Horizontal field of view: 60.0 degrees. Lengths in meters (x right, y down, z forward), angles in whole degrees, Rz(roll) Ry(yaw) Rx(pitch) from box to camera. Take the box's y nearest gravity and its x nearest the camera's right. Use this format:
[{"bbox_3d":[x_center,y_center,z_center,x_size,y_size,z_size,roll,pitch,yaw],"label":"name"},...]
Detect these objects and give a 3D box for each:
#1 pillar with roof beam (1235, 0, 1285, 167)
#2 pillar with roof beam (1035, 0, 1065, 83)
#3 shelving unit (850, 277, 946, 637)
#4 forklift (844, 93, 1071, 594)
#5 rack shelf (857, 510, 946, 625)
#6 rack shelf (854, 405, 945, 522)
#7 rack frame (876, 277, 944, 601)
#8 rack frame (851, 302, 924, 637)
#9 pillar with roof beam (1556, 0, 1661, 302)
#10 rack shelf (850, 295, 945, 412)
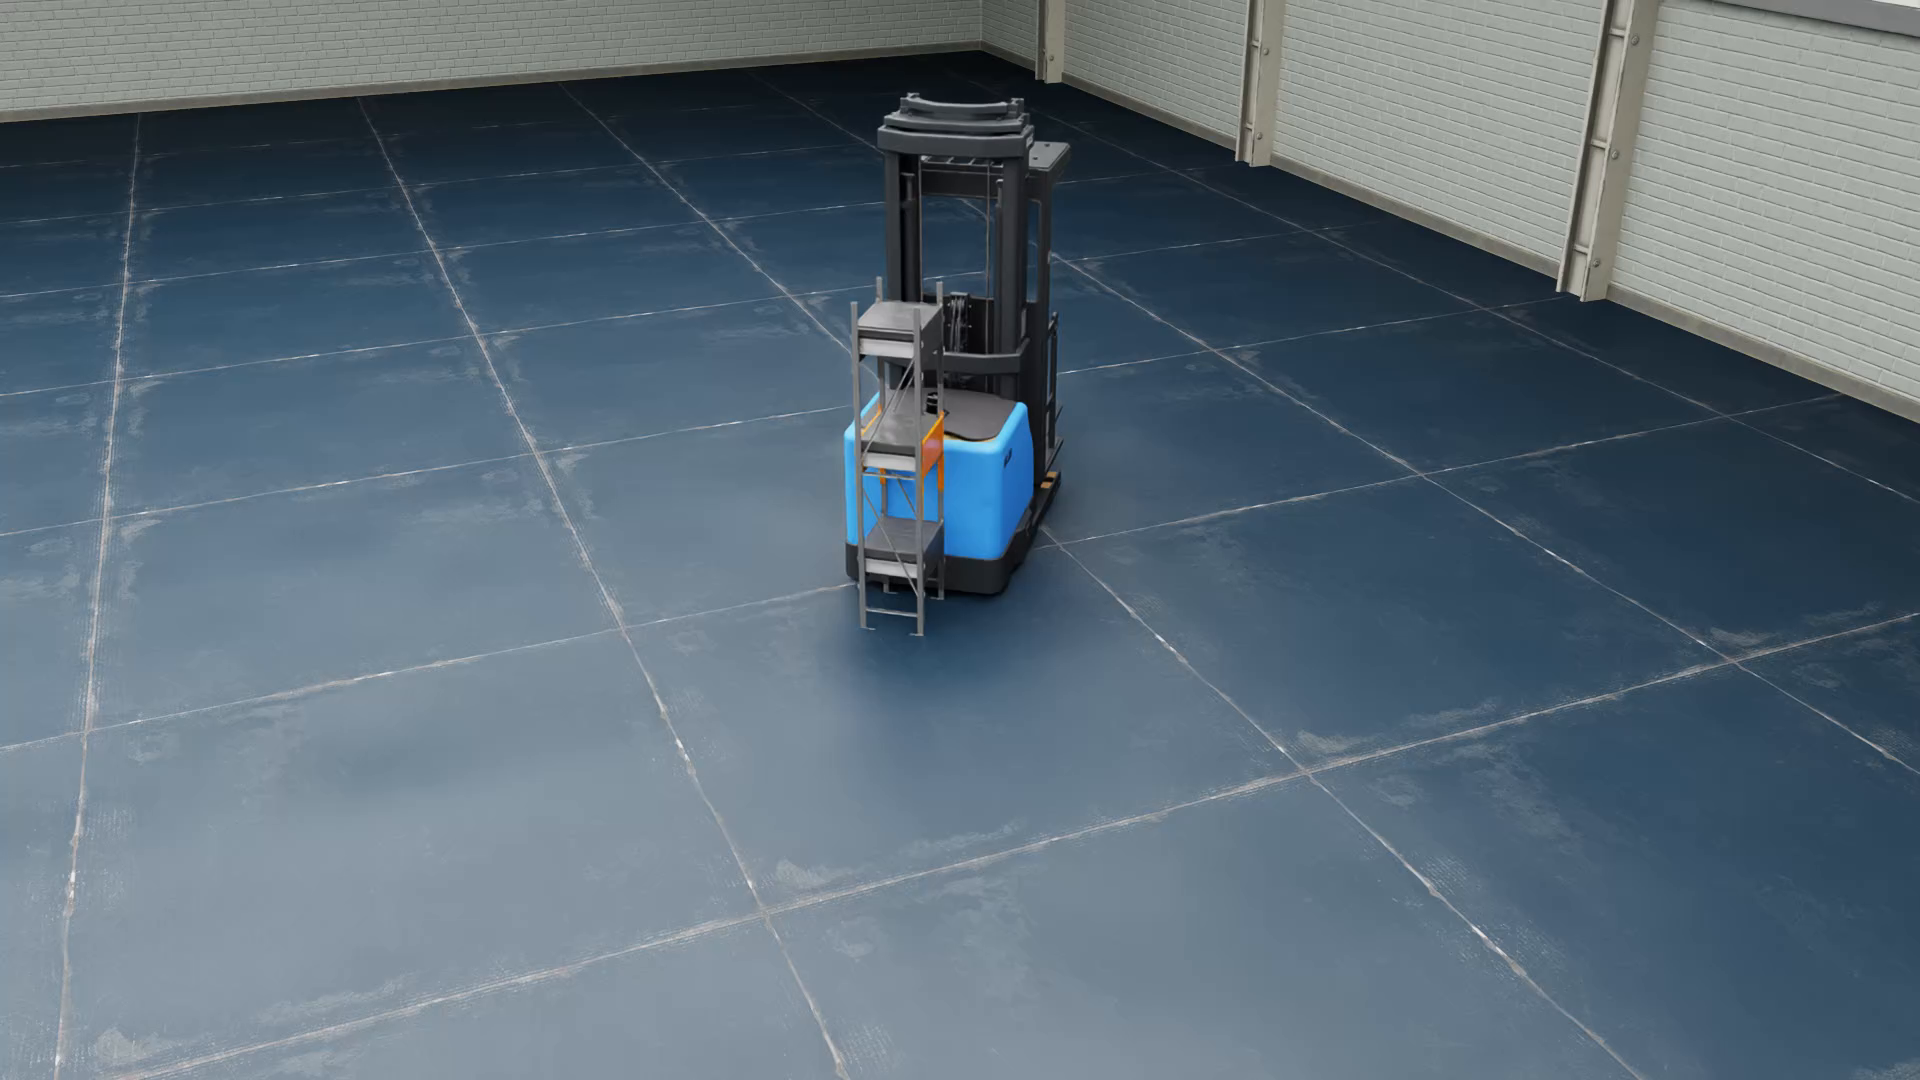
[{"bbox_3d":[-0.202,-8.141,17.813,9.100,9.000,0.400,-11,28,-21],"label":"pillar with roof beam"},{"bbox_3d":[-2.551,-10.563,22.774,9.100,9.000,0.400,-11,28,-21],"label":"pillar with roof beam"},{"bbox_3d":[-0.357,-0.476,9.978,0.431,2.100,0.503,6,27,13],"label":"shelving unit"},{"bbox_3d":[0.113,-1.601,11.334,1.130,2.935,3.031,6,27,13],"label":"forklift"},{"bbox_3d":[-0.357,0.165,10.291,0.431,0.518,0.480,6,27,13],"label":"rack shelf"},{"bbox_3d":[-0.357,-0.464,9.984,0.431,0.518,0.480,6,27,13],"label":"rack shelf"},{"bbox_3d":[-0.296,-0.580,10.190,0.400,2.100,0.015,6,27,13],"label":"rack frame"},{"bbox_3d":[-0.418,-0.372,9.765,0.400,2.100,0.015,6,27,13],"label":"rack frame"},{"bbox_3d":[2.148,-5.719,12.852,9.100,9.000,0.400,-11,28,-21],"label":"pillar with roof beam"},{"bbox_3d":[-0.357,-1.093,9.677,0.431,0.518,0.480,6,27,13],"label":"rack shelf"}]
